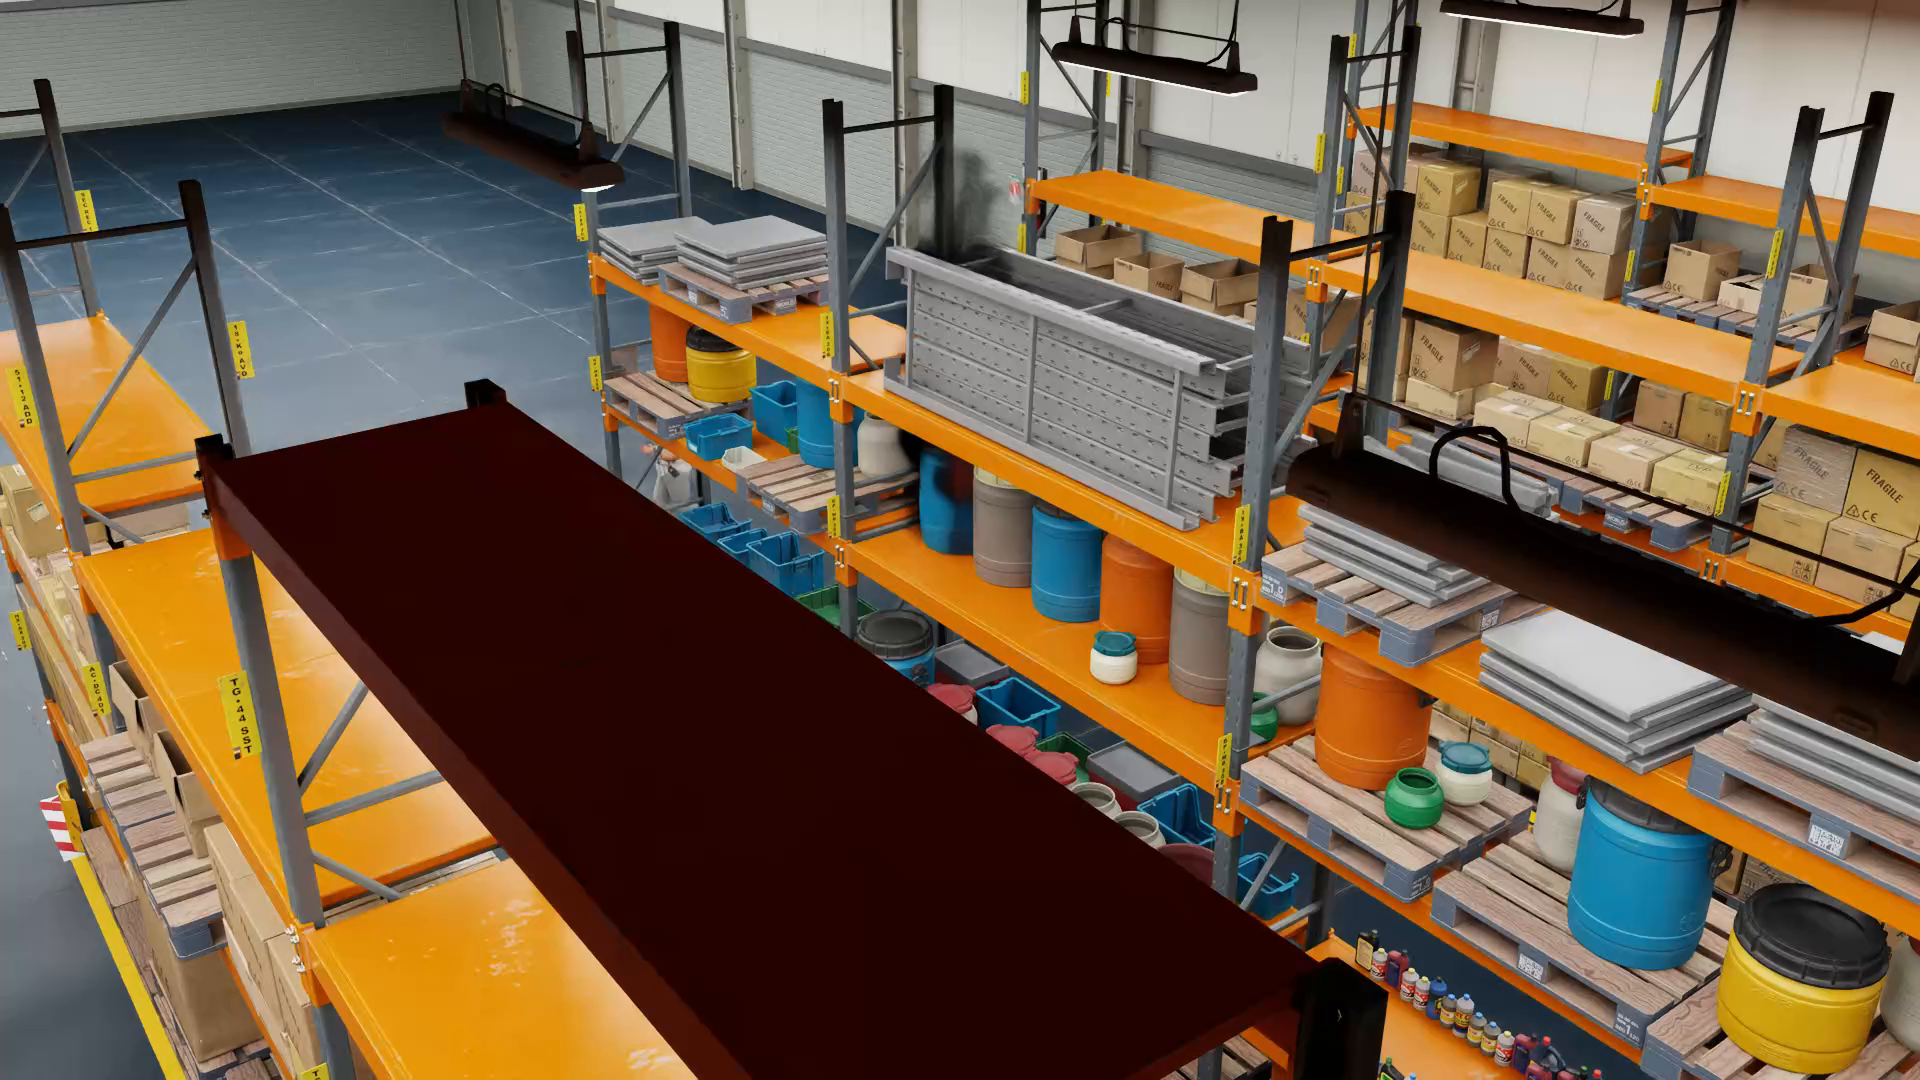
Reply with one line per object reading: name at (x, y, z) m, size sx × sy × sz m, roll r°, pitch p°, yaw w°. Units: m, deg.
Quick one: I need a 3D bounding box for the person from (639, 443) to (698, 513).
person at (-3.185, -0.770, 18.486) m, size 0.968 × 1.768 × 0.664 m, roll -7°, pitch 26°, yaw -15°
